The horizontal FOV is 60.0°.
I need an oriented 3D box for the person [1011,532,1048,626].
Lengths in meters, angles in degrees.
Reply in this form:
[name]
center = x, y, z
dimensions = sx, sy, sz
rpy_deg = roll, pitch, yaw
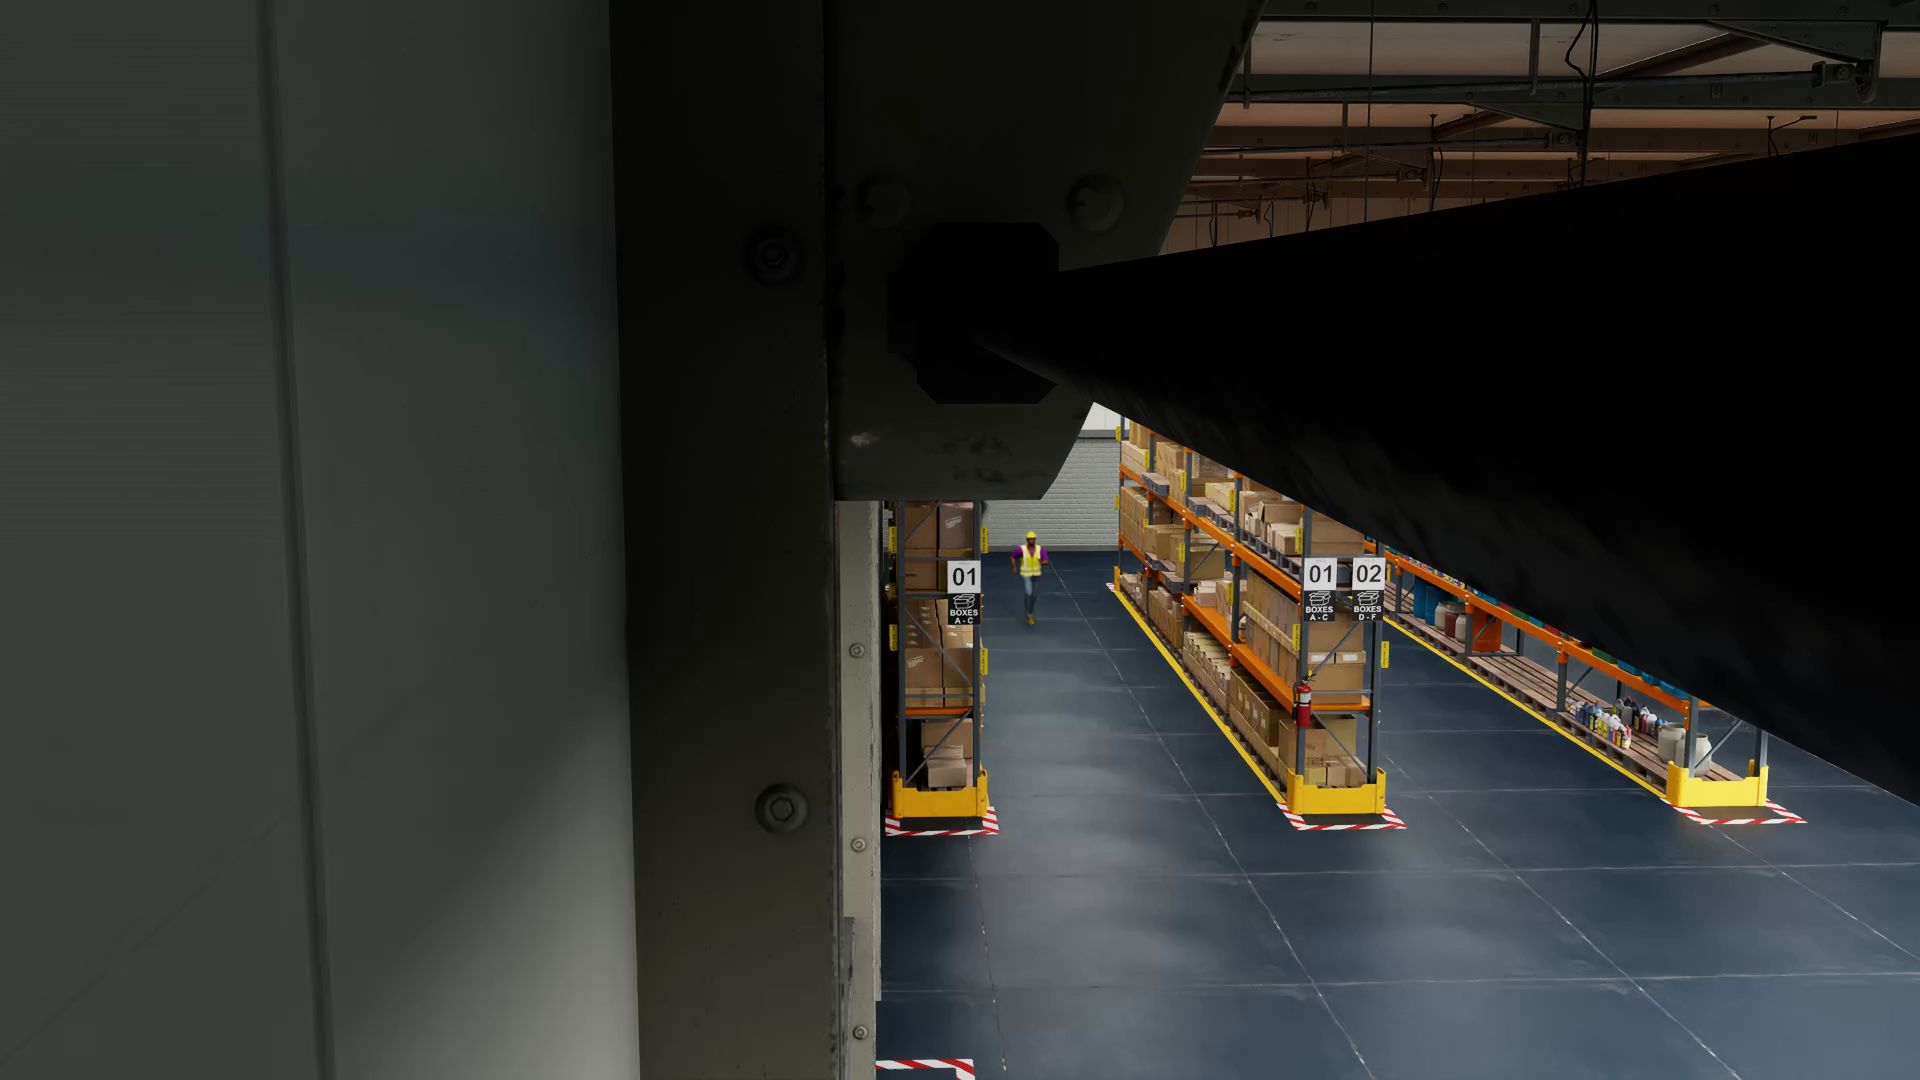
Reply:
[person]
center = 1.396, 0.729, 32.766
dimensions = 0.684, 1.801, 0.893
rpy_deg = -2, 9, -15
